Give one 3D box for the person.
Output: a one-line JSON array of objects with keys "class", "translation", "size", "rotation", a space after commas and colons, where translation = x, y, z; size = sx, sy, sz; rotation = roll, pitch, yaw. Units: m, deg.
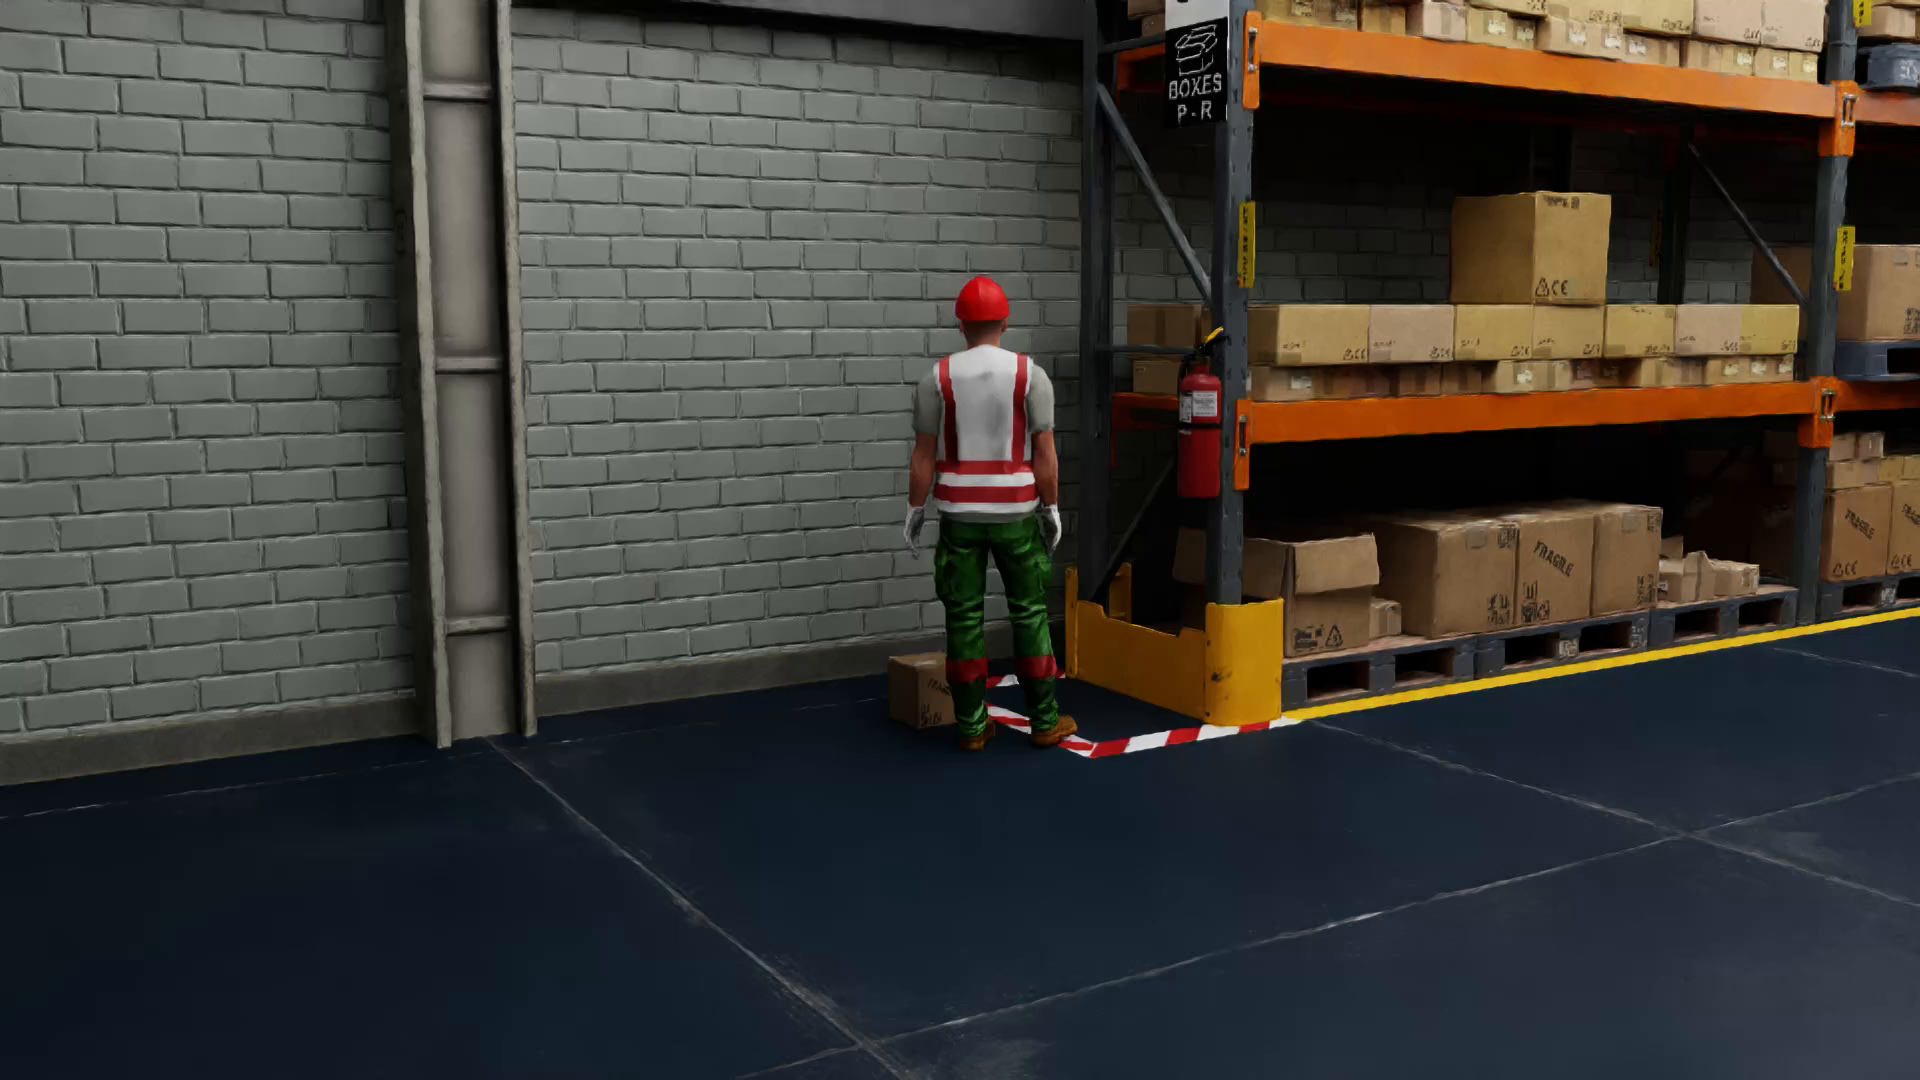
[{"class": "person", "translation": [0.124, -0.098, 6.353], "size": [0.682, 1.798, 0.393], "rotation": [0, 8, 0]}]
